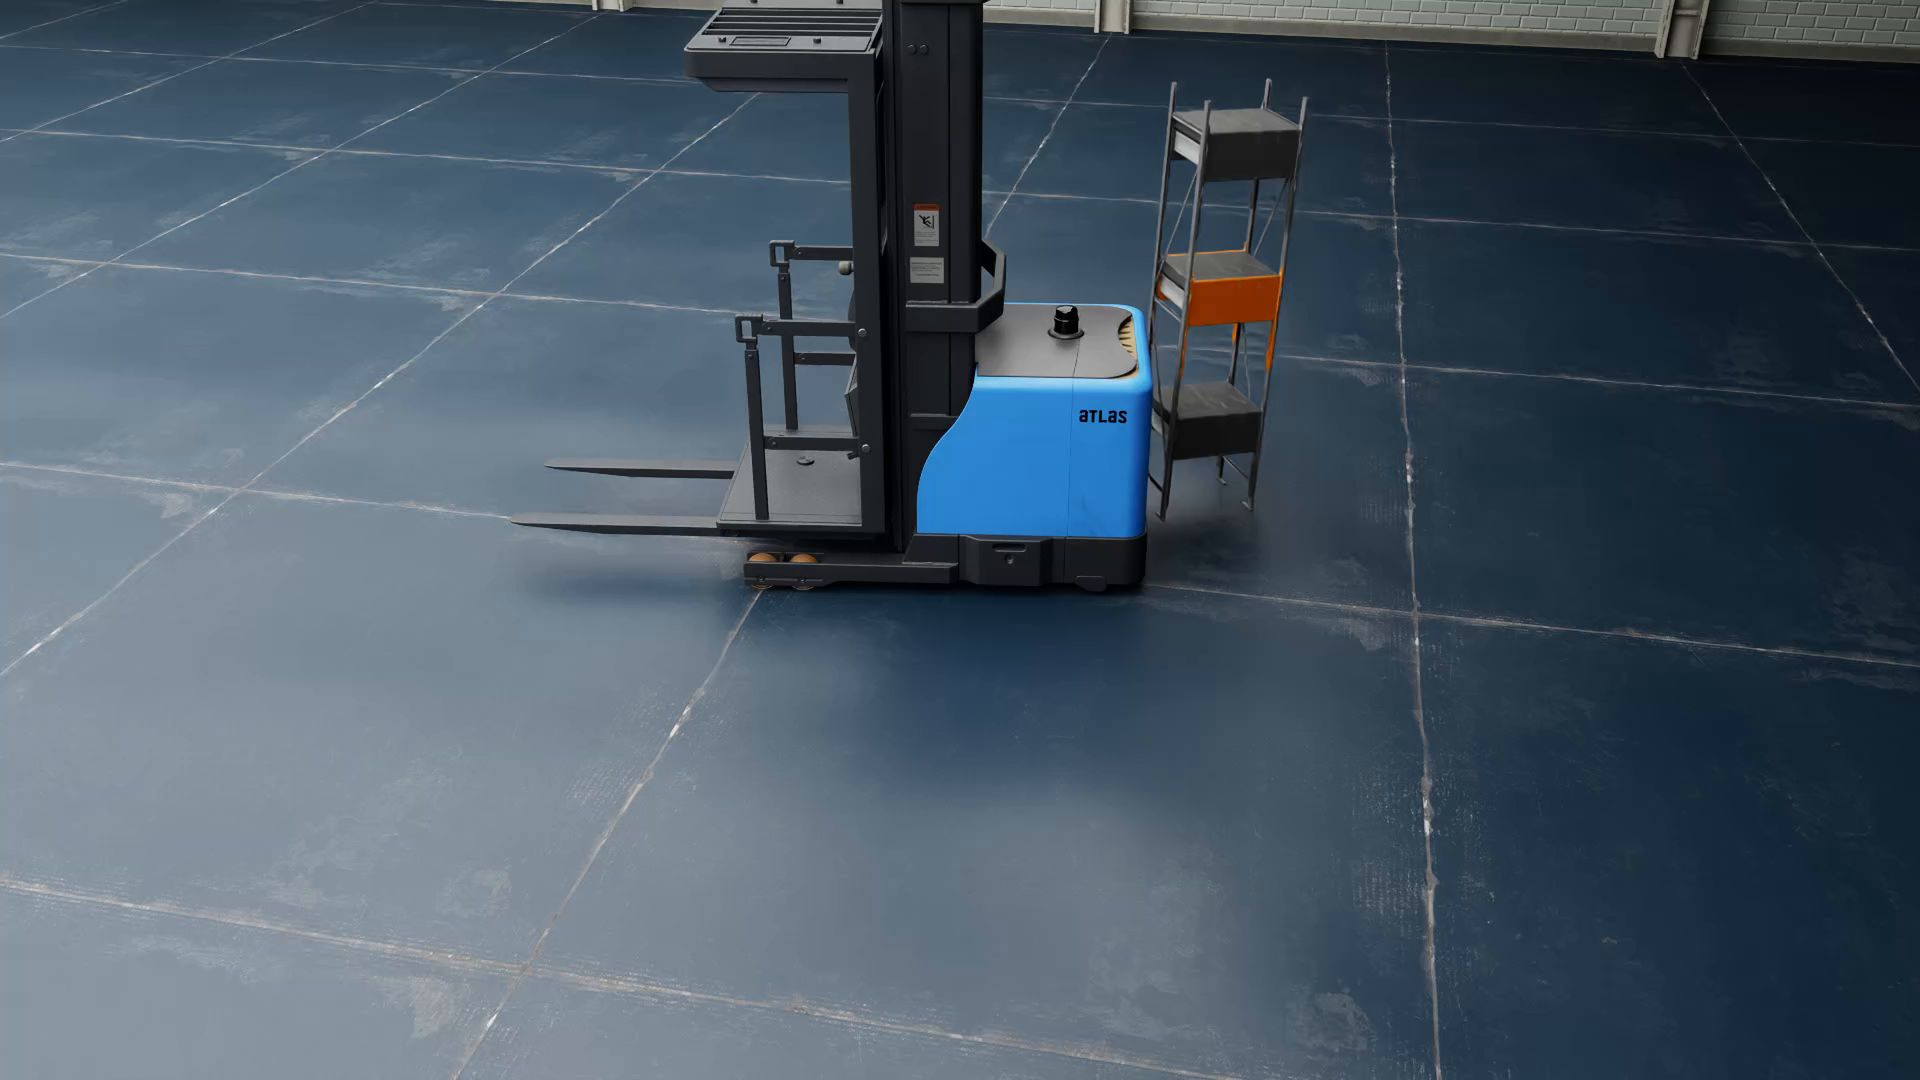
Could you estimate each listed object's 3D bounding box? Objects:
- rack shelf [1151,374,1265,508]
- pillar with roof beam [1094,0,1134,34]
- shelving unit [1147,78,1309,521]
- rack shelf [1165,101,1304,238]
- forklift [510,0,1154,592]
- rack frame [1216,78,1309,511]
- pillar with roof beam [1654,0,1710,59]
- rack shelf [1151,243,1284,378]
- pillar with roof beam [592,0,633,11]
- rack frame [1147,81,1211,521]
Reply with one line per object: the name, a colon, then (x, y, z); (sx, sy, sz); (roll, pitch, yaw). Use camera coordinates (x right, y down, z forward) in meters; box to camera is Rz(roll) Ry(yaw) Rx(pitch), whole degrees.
rack shelf: (1.213, -0.510, 8.459); (0.480, 0.518, 0.431); (-6, 29, -16)
pillar with roof beam: (0.830, -7.674, 12.897); (0.400, 9.000, 9.100); (6, 29, 11)
shelving unit: (1.241, -1.140, 8.124); (0.503, 2.100, 0.431); (-6, 29, -16)
rack shelf: (1.269, -1.745, 7.802); (0.480, 0.518, 0.431); (-6, 29, -16)
forklift: (-0.624, -1.301, 7.574); (3.031, 2.935, 1.130); (1, 29, 3)
rack frame: (1.474, -1.166, 8.193); (0.015, 2.100, 0.400); (-6, 29, -16)
pillar with roof beam: (6.698, -7.072, 11.798); (0.400, 9.000, 9.100); (6, 29, 11)
rack shelf: (1.241, -1.127, 8.131); (0.480, 0.518, 0.431); (-6, 29, -16)
pillar with roof beam: (-5.038, -8.276, 13.996); (0.400, 9.000, 9.100); (6, 29, 11)
rack frame: (1.009, -1.113, 8.055); (0.015, 2.100, 0.400); (-6, 29, -16)
